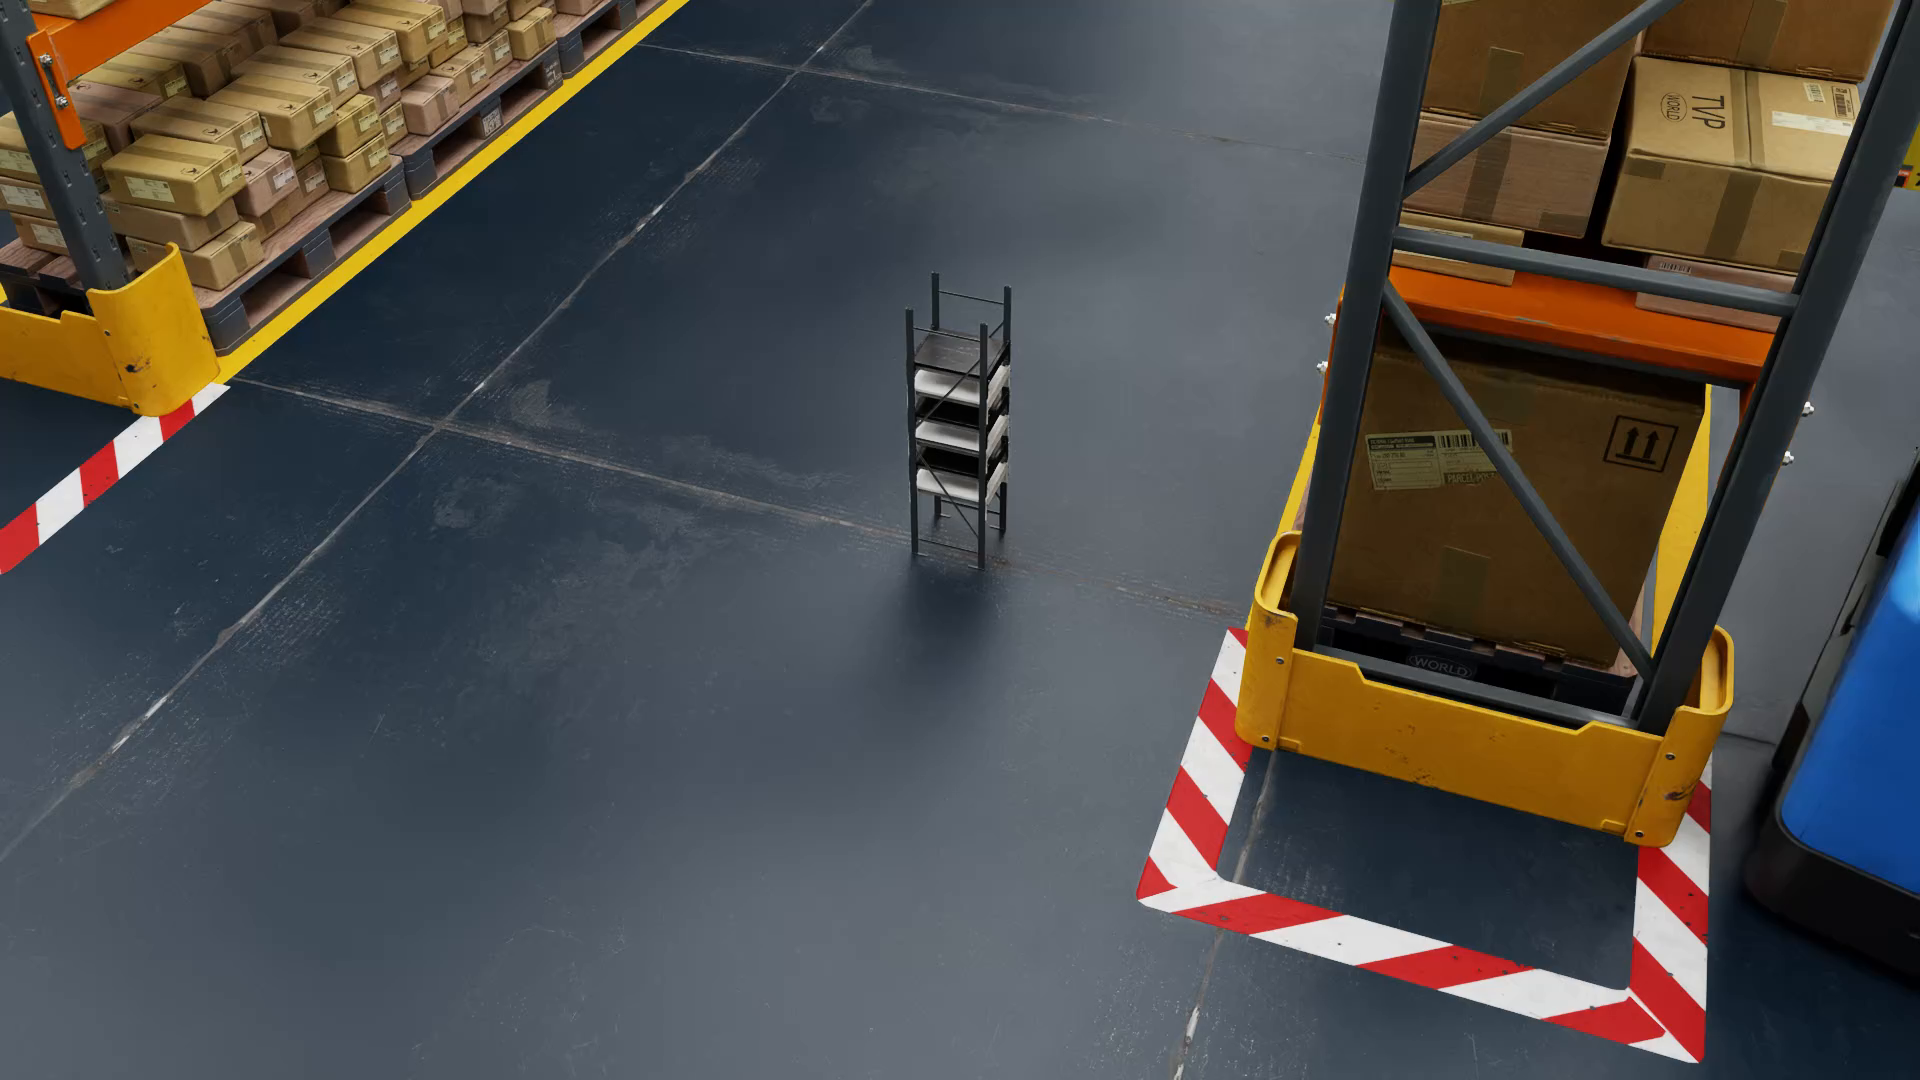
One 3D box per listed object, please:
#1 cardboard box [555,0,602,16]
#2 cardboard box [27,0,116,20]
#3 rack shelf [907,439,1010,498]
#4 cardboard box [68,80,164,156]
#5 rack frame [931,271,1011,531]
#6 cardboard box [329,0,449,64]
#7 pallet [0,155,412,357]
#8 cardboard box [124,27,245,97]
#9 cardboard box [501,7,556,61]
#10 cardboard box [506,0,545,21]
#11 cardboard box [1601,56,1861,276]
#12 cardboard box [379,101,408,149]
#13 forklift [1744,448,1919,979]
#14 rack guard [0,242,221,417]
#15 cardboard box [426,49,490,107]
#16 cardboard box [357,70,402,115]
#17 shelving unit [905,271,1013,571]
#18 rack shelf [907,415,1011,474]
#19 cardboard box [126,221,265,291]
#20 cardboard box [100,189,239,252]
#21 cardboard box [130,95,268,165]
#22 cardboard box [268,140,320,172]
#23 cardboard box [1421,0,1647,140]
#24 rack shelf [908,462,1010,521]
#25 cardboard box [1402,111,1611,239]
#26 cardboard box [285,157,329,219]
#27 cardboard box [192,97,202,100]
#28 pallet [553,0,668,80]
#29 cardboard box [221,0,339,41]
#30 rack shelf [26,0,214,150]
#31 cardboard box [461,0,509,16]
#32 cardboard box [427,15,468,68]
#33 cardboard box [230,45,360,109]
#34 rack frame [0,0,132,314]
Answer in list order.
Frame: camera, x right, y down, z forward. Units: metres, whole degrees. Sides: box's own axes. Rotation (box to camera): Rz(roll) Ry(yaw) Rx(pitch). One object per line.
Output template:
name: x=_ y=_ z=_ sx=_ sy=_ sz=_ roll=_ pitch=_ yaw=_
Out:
cardboard box: x=-1.907 y=-2.626 z=7.890 sx=0.380 sy=0.149 sz=0.250 roll=12 pitch=42 yaw=14
cardboard box: x=-2.845 y=-1.770 z=5.208 sx=0.380 sy=0.149 sz=0.250 roll=13 pitch=42 yaw=15
rack shelf: x=-0.003 y=-0.244 z=5.032 sx=0.258 sy=0.077 sz=0.200 roll=13 pitch=42 yaw=15
cardboard box: x=-3.181 y=-1.562 z=6.185 sx=0.380 sy=0.149 sz=0.250 roll=14 pitch=42 yaw=16
rack frame: x=0.032 y=-0.399 z=5.025 sx=0.240 sy=0.900 sz=0.006 roll=13 pitch=42 yaw=15
cardboard box: x=-2.334 y=-2.094 z=6.808 sx=0.380 sy=0.149 sz=0.250 roll=14 pitch=42 yaw=16
pallet: x=-2.927 y=-1.214 z=6.511 sx=1.003 sy=0.211 sz=1.213 roll=13 pitch=42 yaw=15
cardboard box: x=-3.064 y=-1.892 z=6.572 sx=0.380 sy=0.149 sz=0.250 roll=12 pitch=42 yaw=13
cardboard box: x=-2.064 y=-2.310 z=7.519 sx=0.380 sy=0.149 sz=0.250 roll=13 pitch=42 yaw=15
cardboard box: x=-2.108 y=-2.481 z=7.490 sx=0.380 sy=0.149 sz=0.250 roll=14 pitch=43 yaw=16
cardboard box: x=1.781 y=-0.868 z=3.842 sx=0.500 sy=0.250 sz=0.500 roll=12 pitch=42 yaw=14
cardboard box: x=-2.505 y=-1.704 z=6.809 sx=0.380 sy=0.149 sz=0.250 roll=13 pitch=42 yaw=15
forklift: x=3.212 y=-0.794 z=3.923 sx=1.130 sy=2.935 sz=3.031 roll=24 pitch=46 yaw=26
rack guard: x=-3.238 y=-0.837 z=5.845 sx=1.175 sy=0.500 sz=0.348 roll=13 pitch=42 yaw=15
cardboard box: x=-2.267 y=-2.011 z=7.169 sx=0.380 sy=0.149 sz=0.250 roll=13 pitch=42 yaw=15
cardboard box: x=-2.505 y=-1.831 z=6.729 sx=0.380 sy=0.149 sz=0.250 roll=11 pitch=42 yaw=13
shelving unit: x=-0.003 y=-0.337 z=4.952 sx=0.258 sy=0.900 sz=0.210 roll=13 pitch=42 yaw=15
rack shelf: x=-0.003 y=-0.312 z=4.974 sx=0.258 sy=0.077 sz=0.200 roll=13 pitch=42 yaw=15
cardboard box: x=-2.784 y=-1.065 z=6.060 sx=0.380 sy=0.149 sz=0.250 roll=14 pitch=42 yaw=16
cardboard box: x=-2.843 y=-1.192 z=5.980 sx=0.380 sy=0.149 sz=0.250 roll=15 pitch=43 yaw=17
cardboard box: x=-2.784 y=-1.482 z=6.090 sx=0.380 sy=0.149 sz=0.250 roll=14 pitch=42 yaw=16
cardboard box: x=-2.696 y=-1.516 z=6.359 sx=0.380 sy=0.149 sz=0.250 roll=14 pitch=42 yaw=16
cardboard box: x=1.282 y=-1.276 z=3.743 sx=0.500 sy=0.500 sz=0.500 roll=14 pitch=42 yaw=16
rack shelf: x=-0.003 y=-0.175 z=5.091 sx=0.258 sy=0.077 sz=0.200 roll=13 pitch=42 yaw=15
cardboard box: x=1.279 y=-0.989 z=3.985 sx=0.500 sy=0.250 sz=0.500 roll=13 pitch=42 yaw=14
cardboard box: x=-2.693 y=-1.396 z=6.448 sx=0.380 sy=0.149 sz=0.250 roll=14 pitch=42 yaw=16
cardboard box: x=-3.175 y=-1.632 z=6.496 sx=0.380 sy=0.149 sz=0.250 roll=12 pitch=42 yaw=13
pallet: x=-2.092 y=-2.703 z=8.255 sx=1.003 sy=0.211 sz=1.213 roll=13 pitch=42 yaw=15
cardboard box: x=-2.830 y=-2.205 z=6.938 sx=0.380 sy=0.149 sz=0.250 roll=12 pitch=42 yaw=14
rack shelf: x=-2.580 y=-2.687 z=6.643 sx=1.077 sy=0.370 sz=4.000 roll=13 pitch=42 yaw=15
cardboard box: x=-2.150 y=-2.396 z=7.162 sx=0.380 sy=0.149 sz=0.250 roll=12 pitch=42 yaw=14
cardboard box: x=-2.349 y=-2.168 z=7.124 sx=0.380 sy=0.149 sz=0.250 roll=15 pitch=43 yaw=17
cardboard box: x=-2.571 y=-1.777 z=6.436 sx=0.380 sy=0.149 sz=0.250 roll=11 pitch=42 yaw=13
rack frame: x=-3.264 y=-1.741 z=4.980 sx=1.000 sy=3.000 sz=0.127 roll=13 pitch=42 yaw=15
